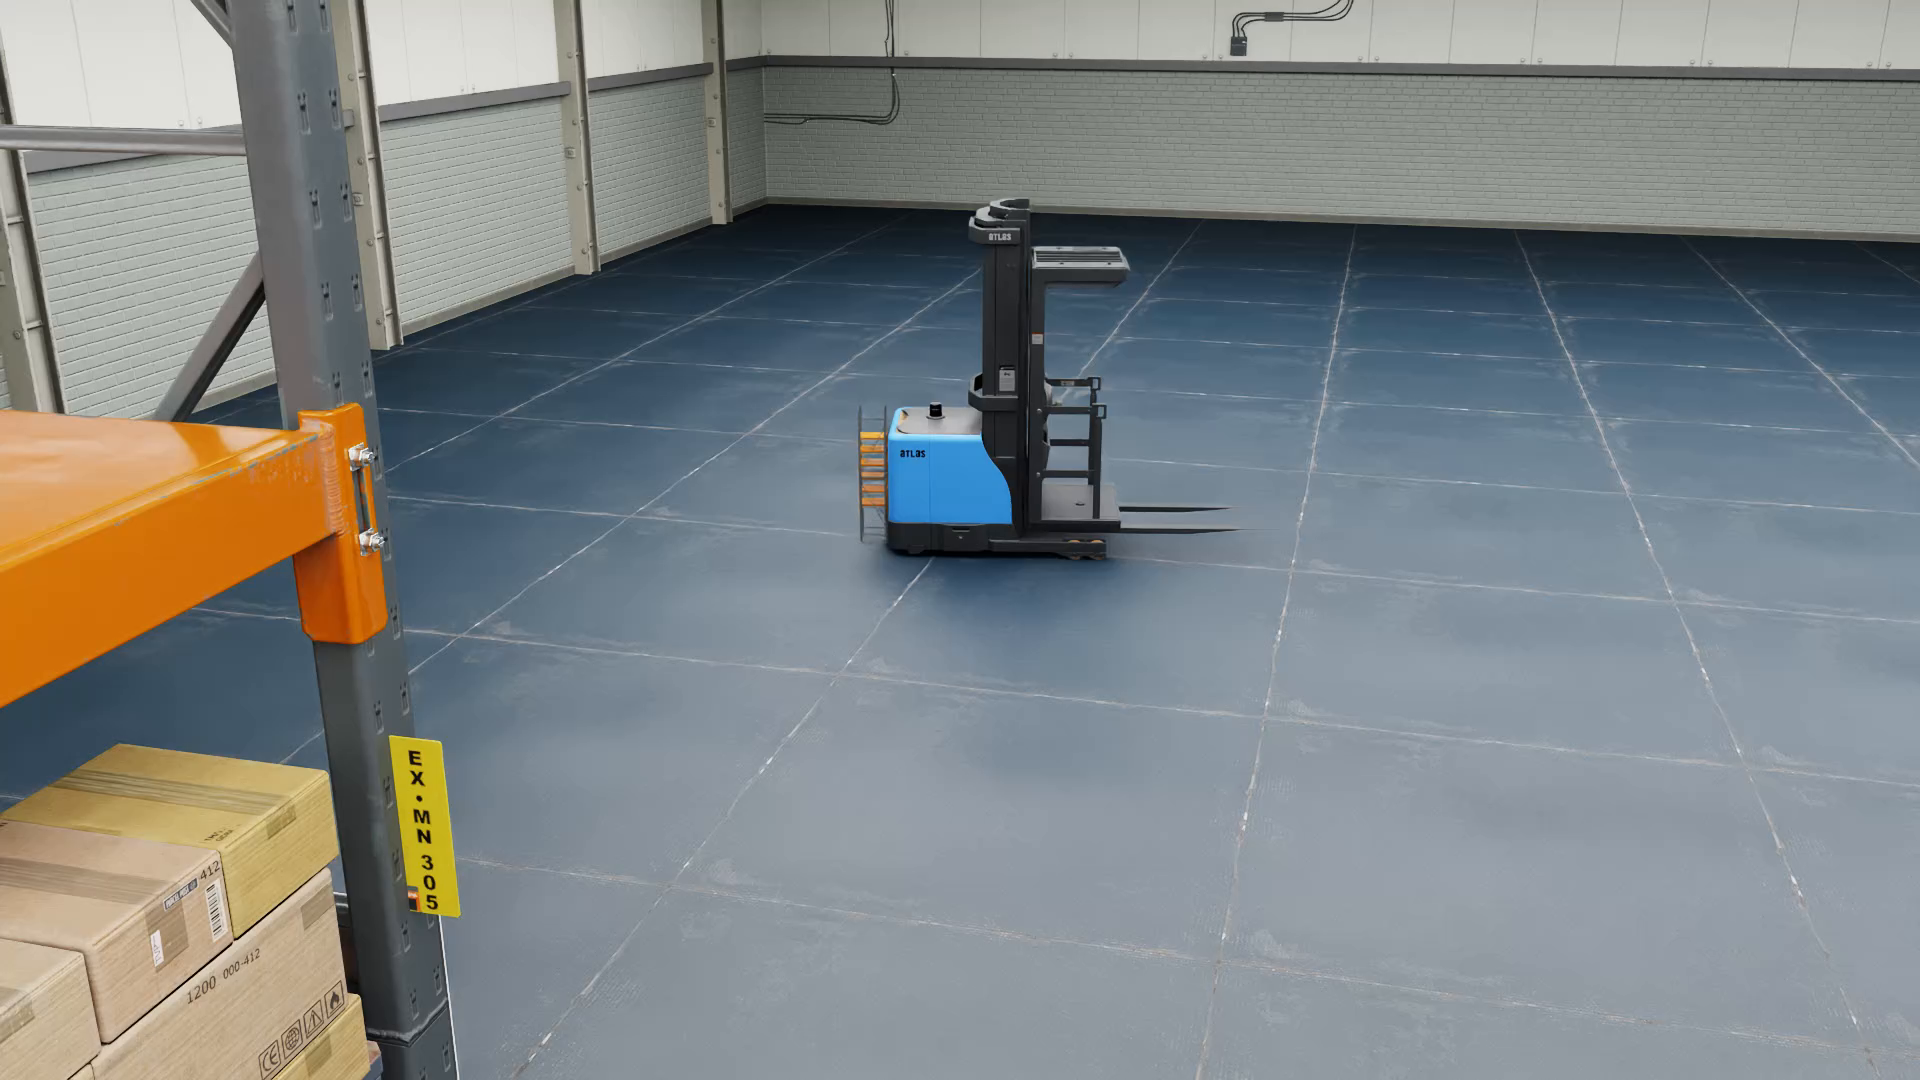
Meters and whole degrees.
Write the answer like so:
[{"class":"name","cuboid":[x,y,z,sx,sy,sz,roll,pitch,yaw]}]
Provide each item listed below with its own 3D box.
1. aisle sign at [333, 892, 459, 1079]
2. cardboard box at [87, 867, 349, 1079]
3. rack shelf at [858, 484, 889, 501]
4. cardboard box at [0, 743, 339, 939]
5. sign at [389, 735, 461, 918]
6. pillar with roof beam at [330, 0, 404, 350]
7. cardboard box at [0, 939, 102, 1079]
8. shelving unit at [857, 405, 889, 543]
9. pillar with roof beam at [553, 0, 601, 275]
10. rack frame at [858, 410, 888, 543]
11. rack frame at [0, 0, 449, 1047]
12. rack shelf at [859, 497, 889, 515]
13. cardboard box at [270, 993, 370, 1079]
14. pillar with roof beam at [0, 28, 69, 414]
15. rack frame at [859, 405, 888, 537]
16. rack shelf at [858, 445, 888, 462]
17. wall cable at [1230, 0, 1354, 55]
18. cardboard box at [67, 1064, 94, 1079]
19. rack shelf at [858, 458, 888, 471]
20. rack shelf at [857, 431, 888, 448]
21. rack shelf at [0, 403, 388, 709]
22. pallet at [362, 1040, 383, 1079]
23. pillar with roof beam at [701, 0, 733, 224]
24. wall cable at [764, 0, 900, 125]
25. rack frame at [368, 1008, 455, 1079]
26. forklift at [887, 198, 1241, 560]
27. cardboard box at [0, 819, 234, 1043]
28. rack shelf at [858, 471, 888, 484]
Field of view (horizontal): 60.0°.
[{"class":"aisle sign","cuboid":[-1.105,1.003,3.090,0.394,0.787,0.004,5,19,13]},{"class":"cardboard box","cuboid":[-1.262,0.672,2.408,0.500,0.250,0.500,5,19,14]},{"class":"rack shelf","cuboid":[-0.754,-0.413,14.550,0.258,0.103,0.180,0,19,0]},{"class":"cardboard box","cuboid":[-1.167,0.440,2.469,0.380,0.149,0.250,5,19,14]},{"class":"sign","cuboid":[-0.891,0.478,2.761,0.100,0.325,0.005,5,19,13]},{"class":"pillar with roof beam","cuboid":[-3.524,-6.512,19.832,9.100,9.000,0.400,5,19,13]},{"class":"cardboard box","cuboid":[-1.292,0.598,2.005,0.380,0.149,0.250,5,19,14]},{"class":"shelving unit","cuboid":[-0.754,-0.569,14.497,0.258,1.200,0.189,0,19,0]},{"class":"pillar with roof beam","cuboid":[-2.058,-8.393,25.338,9.100,9.000,0.400,5,19,13]},{"class":"rack frame","cuboid":[-0.755,-0.539,14.411,0.240,1.200,0.006,0,19,0]},{"class":"rack frame","cuboid":[-1.414,-0.608,2.544,1.000,3.000,0.127,5,19,13]},{"class":"rack shelf","cuboid":[-0.754,-0.300,14.589,0.258,0.103,0.180,0,19,0]},{"class":"cardboard box","cuboid":[-1.166,0.816,2.602,0.380,0.149,0.250,5,19,13]},{"class":"pillar with roof beam","cuboid":[-4.990,-4.632,14.326,9.100,9.000,0.400,5,19,13]},{"class":"rack frame","cuboid":[-0.753,-0.599,14.584,0.240,1.200,0.006,0,19,0]},{"class":"rack shelf","cuboid":[-0.754,-0.754,14.434,0.258,0.103,0.180,0,19,0]},{"class":"wall cable","cuboid":[6.437,-12.287,31.477,2.305,6.003,0.169,5,19,13]},{"class":"cardboard box","cuboid":[-1.385,0.828,1.949,0.500,0.250,0.500,5,19,13]},{"class":"rack shelf","cuboid":[-0.754,-0.641,14.473,0.258,0.103,0.180,0,19,0]},{"class":"rack shelf","cuboid":[-0.754,-0.868,14.395,0.258,0.103,0.180,0,19,0]},{"class":"rack shelf","cuboid":[-1.902,0.549,0.890,1.077,0.370,4.000,5,19,13]},{"class":"pallet","cuboid":[-1.585,1.087,2.360,1.003,0.211,1.213,5,19,13]},{"class":"pillar with roof beam","cuboid":[-0.592,-10.274,30.844,9.100,9.000,0.400,5,19,13]},{"class":"wall cable","cuboid":[-2.765,-9.963,34.739,3.097,2.526,0.112,5,19,13]},{"class":"rack frame","cuboid":[-1.414,2.231,3.514,1.000,3.000,0.127,5,19,13]},{"class":"forklift","cuboid":[0.906,-1.393,14.232,3.031,2.935,1.130,1,19,2]},{"class":"cardboard box","cuboid":[-1.229,0.518,2.241,0.380,0.149,0.250,5,19,14]},{"class":"rack shelf","cuboid":[-0.754,-0.527,14.512,0.258,0.103,0.180,0,19,0]}]
